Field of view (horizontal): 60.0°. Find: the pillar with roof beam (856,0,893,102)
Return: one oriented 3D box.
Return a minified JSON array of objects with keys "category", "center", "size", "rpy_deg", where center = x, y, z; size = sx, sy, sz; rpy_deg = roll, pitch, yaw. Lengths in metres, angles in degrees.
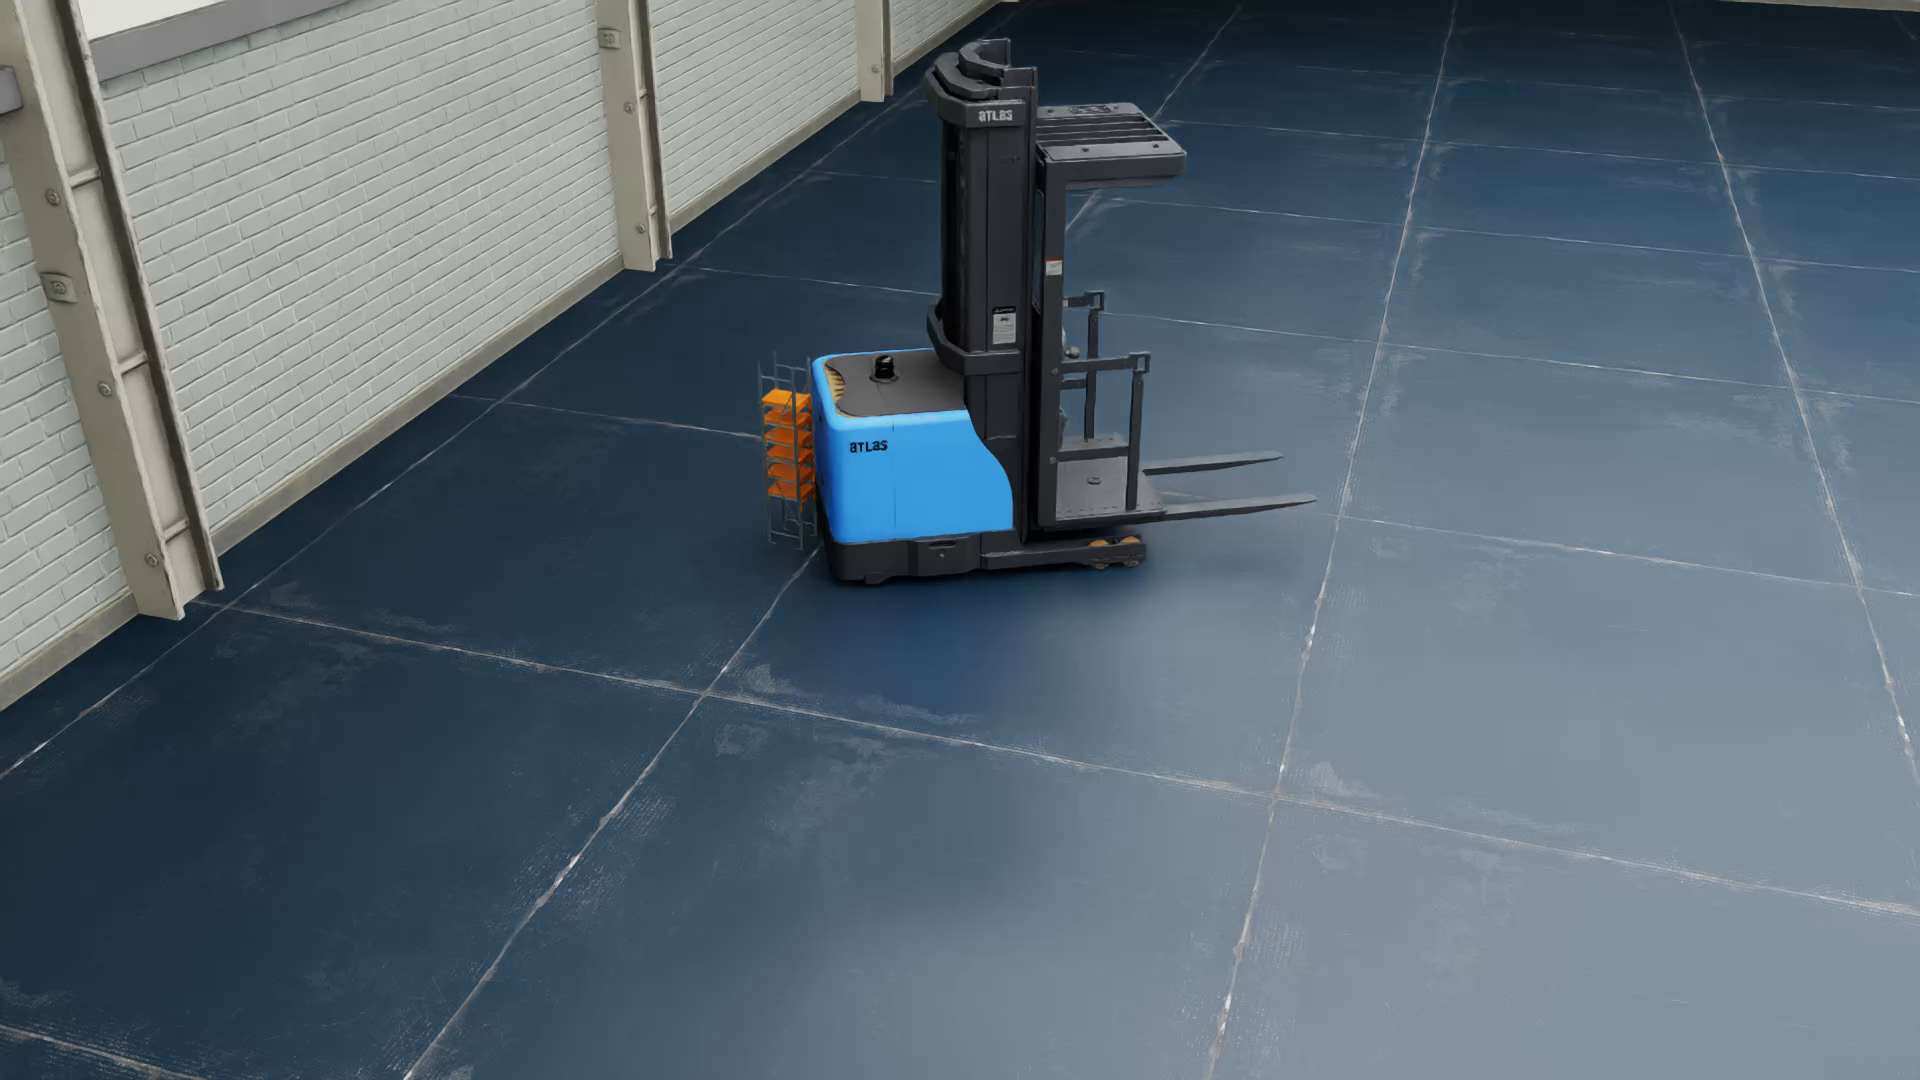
[{"category":"pillar with roof beam","center":[3.120,-8.552,16.366],"size":[9.100,9.000,0.400],"rpy_deg":[8,30,15]}]

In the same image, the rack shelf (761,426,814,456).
[{"category":"rack shelf","center":[-1.028,-0.590,9.919],"size":[0.258,0.103,0.180],"rpy_deg":[12,32,20]}]

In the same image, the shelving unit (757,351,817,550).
[{"category":"shelving unit","center":[-1.028,-0.524,9.956],"size":[0.258,1.200,0.189],"rpy_deg":[12,32,20]}]

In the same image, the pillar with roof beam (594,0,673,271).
[{"category":"pillar with roof beam","center":[1.359,-5.764,11.354],"size":[9.100,9.000,0.400],"rpy_deg":[8,30,15]}]

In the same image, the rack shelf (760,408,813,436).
[{"category":"rack shelf","center":[-1.028,-0.695,9.860],"size":[0.258,0.103,0.180],"rpy_deg":[12,32,20]}]

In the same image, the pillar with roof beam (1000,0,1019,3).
[{"category":"pillar with roof beam","center":[4.881,-11.340,21.379],"size":[9.100,9.000,0.400],"rpy_deg":[8,30,15]}]

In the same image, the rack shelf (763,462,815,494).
[{"category":"rack shelf","center":[-1.029,-0.381,10.037],"size":[0.258,0.103,0.180],"rpy_deg":[12,32,20]}]

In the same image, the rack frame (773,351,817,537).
[{"category":"rack frame","center":[-0.992,-0.566,10.029],"size":[0.240,1.200,0.006],"rpy_deg":[12,32,20]}]

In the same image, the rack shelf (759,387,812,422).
[{"category":"rack shelf","center":[-1.027,-0.799,9.801],"size":[0.258,0.103,0.180],"rpy_deg":[12,32,20]}]

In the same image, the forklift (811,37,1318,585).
[{"category":"forklift","center":[0.659,-1.360,9.679],"size":[3.031,2.935,1.130],"rpy_deg":[-5,30,-9]}]

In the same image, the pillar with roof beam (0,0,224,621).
[{"category":"pillar with roof beam","center":[-0.402,-2.975,6.342],"size":[9.100,9.000,0.400],"rpy_deg":[8,30,15]}]

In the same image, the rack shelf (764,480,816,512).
[{"category":"rack shelf","center":[-1.029,-0.277,10.096],"size":[0.258,0.103,0.180],"rpy_deg":[12,32,20]}]

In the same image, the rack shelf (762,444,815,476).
[{"category":"rack shelf","center":[-1.029,-0.486,9.978],"size":[0.258,0.103,0.180],"rpy_deg":[12,32,20]}]

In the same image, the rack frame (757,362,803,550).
[{"category":"rack frame","center":[-1.065,-0.483,9.883],"size":[0.240,1.200,0.006],"rpy_deg":[12,32,20]}]
